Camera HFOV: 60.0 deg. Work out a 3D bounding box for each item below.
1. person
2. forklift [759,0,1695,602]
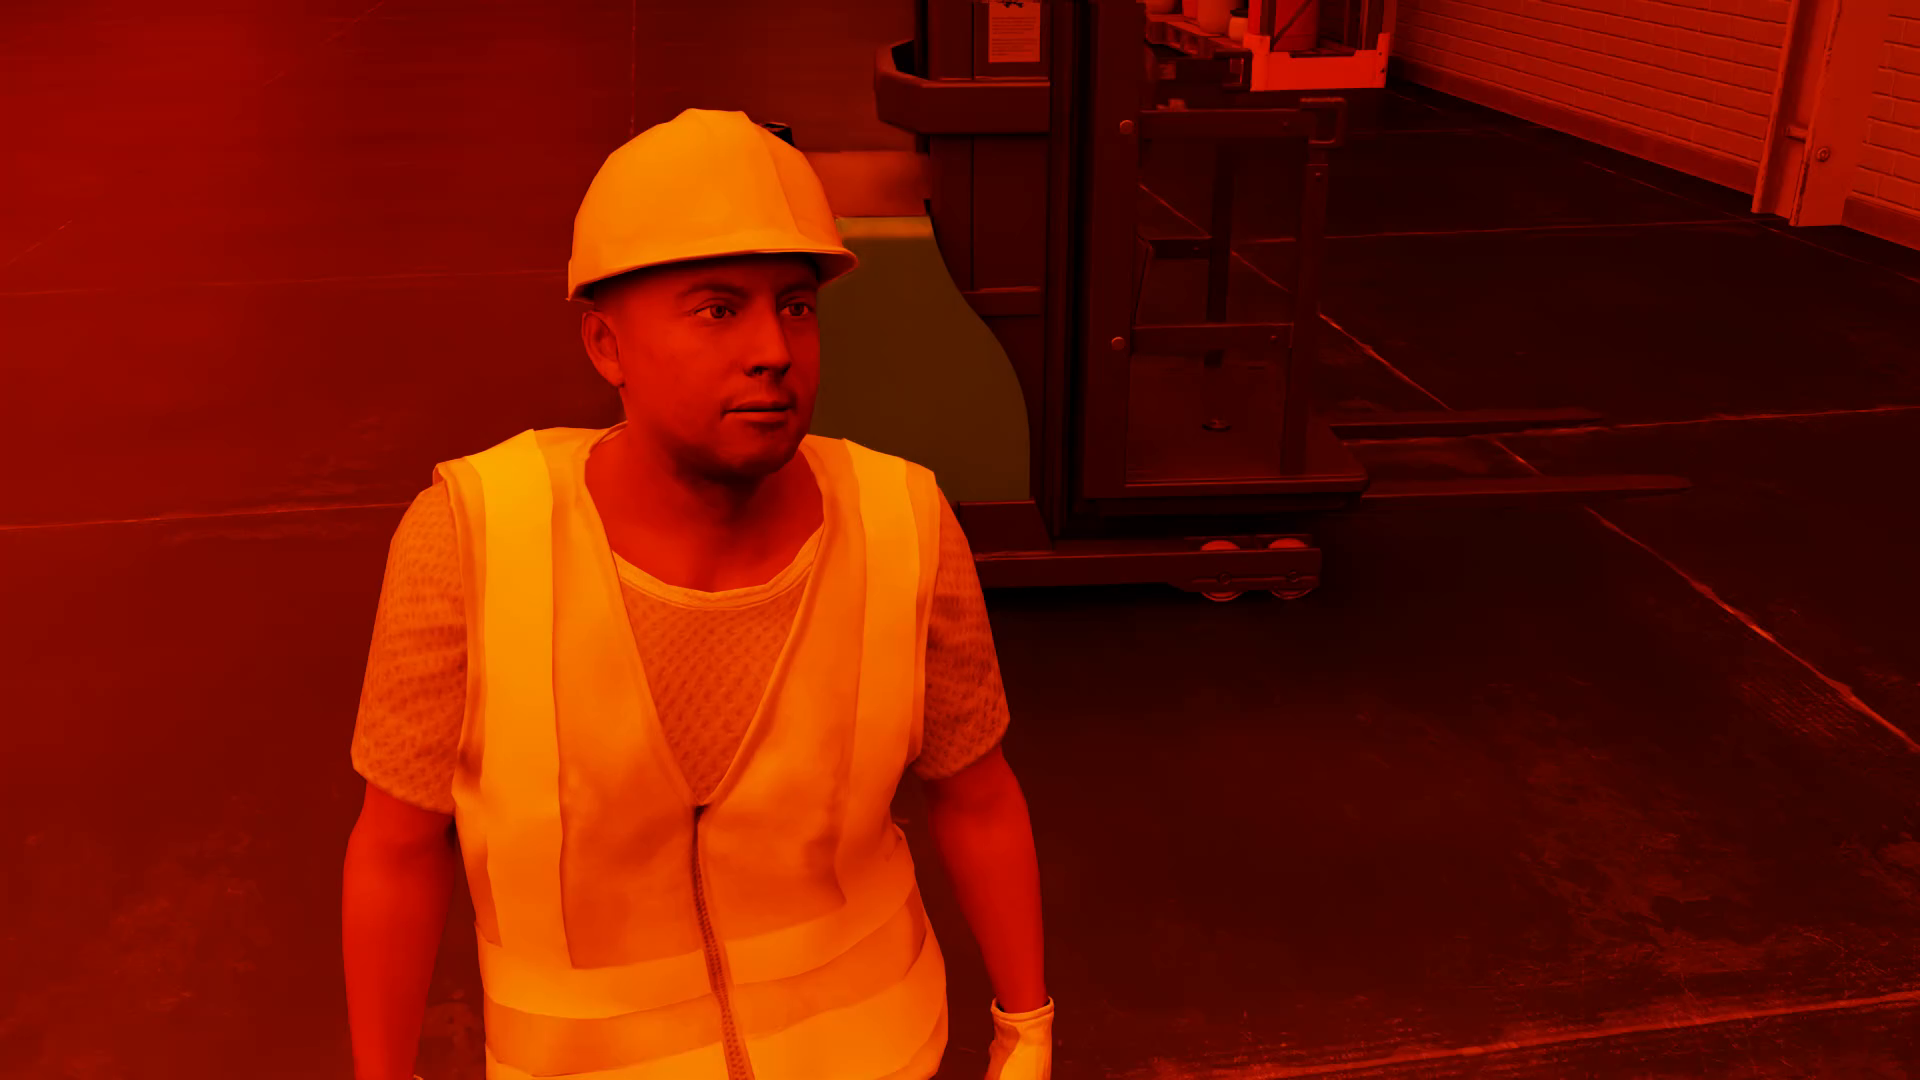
[{"bbox_3d":[-0.204,0.541,1.501,0.656,1.782,0.577,-8,24,-17],"label":"person"},{"bbox_3d":[0.600,-1.383,4.532,3.031,2.935,1.130,-2,23,-4],"label":"forklift"}]
